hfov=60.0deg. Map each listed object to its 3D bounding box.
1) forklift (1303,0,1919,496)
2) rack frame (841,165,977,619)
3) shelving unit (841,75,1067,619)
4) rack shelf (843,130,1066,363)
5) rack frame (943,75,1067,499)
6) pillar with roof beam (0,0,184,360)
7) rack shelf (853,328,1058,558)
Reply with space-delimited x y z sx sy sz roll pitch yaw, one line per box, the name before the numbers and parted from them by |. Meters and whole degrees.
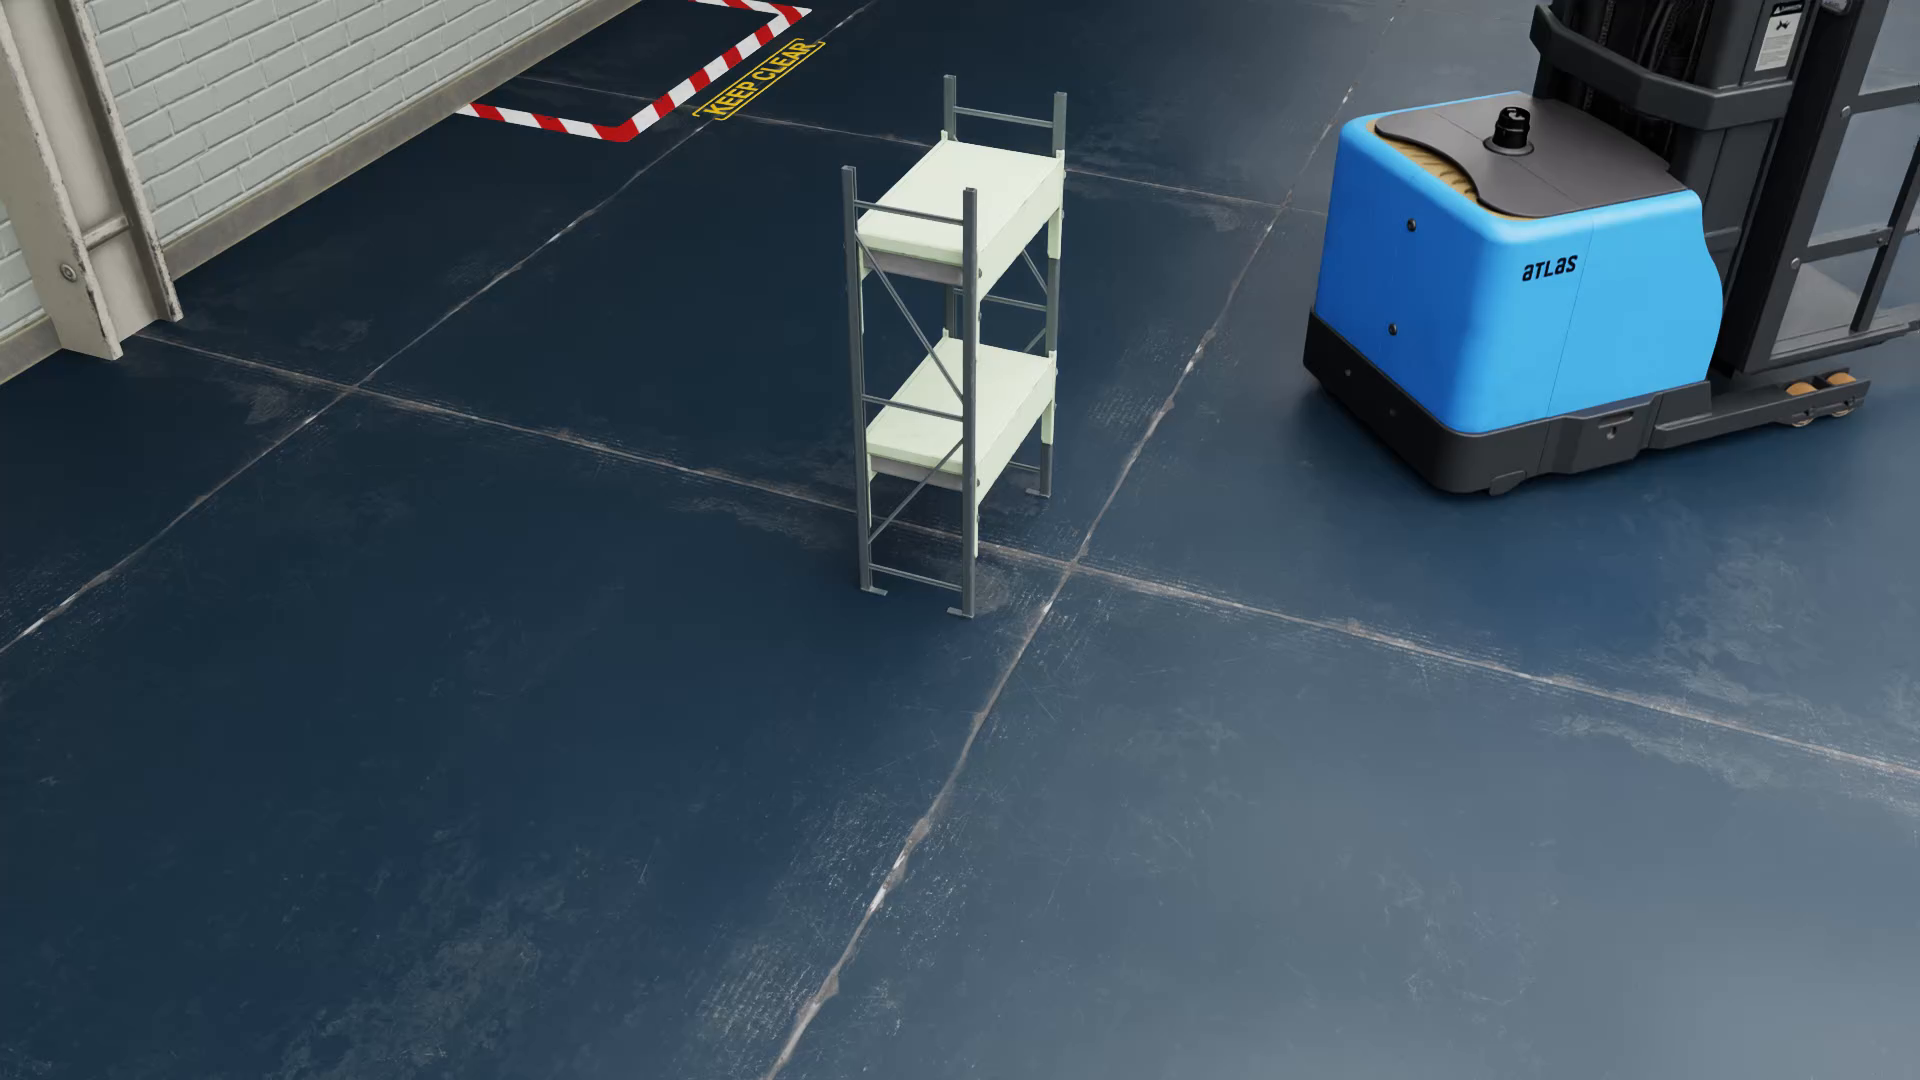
forklift | 2.923 -1.886 5.825 3.031 2.935 1.130 -13 39 -17
rack frame | -0.142 -0.394 5.025 0.400 1.500 0.023 14 39 18
shelving unit | -0.003 -0.597 5.296 0.431 1.500 0.755 14 39 18
rack shelf | -0.003 -0.910 5.062 0.431 0.370 0.720 14 39 18
rack frame | 0.137 -0.800 5.567 0.400 1.500 0.023 14 39 18
pillar with roof beam | 0.494 -3.494 2.908 9.100 9.000 0.400 14 39 18
rack shelf | -0.003 -0.336 5.491 0.431 0.370 0.720 14 39 18
